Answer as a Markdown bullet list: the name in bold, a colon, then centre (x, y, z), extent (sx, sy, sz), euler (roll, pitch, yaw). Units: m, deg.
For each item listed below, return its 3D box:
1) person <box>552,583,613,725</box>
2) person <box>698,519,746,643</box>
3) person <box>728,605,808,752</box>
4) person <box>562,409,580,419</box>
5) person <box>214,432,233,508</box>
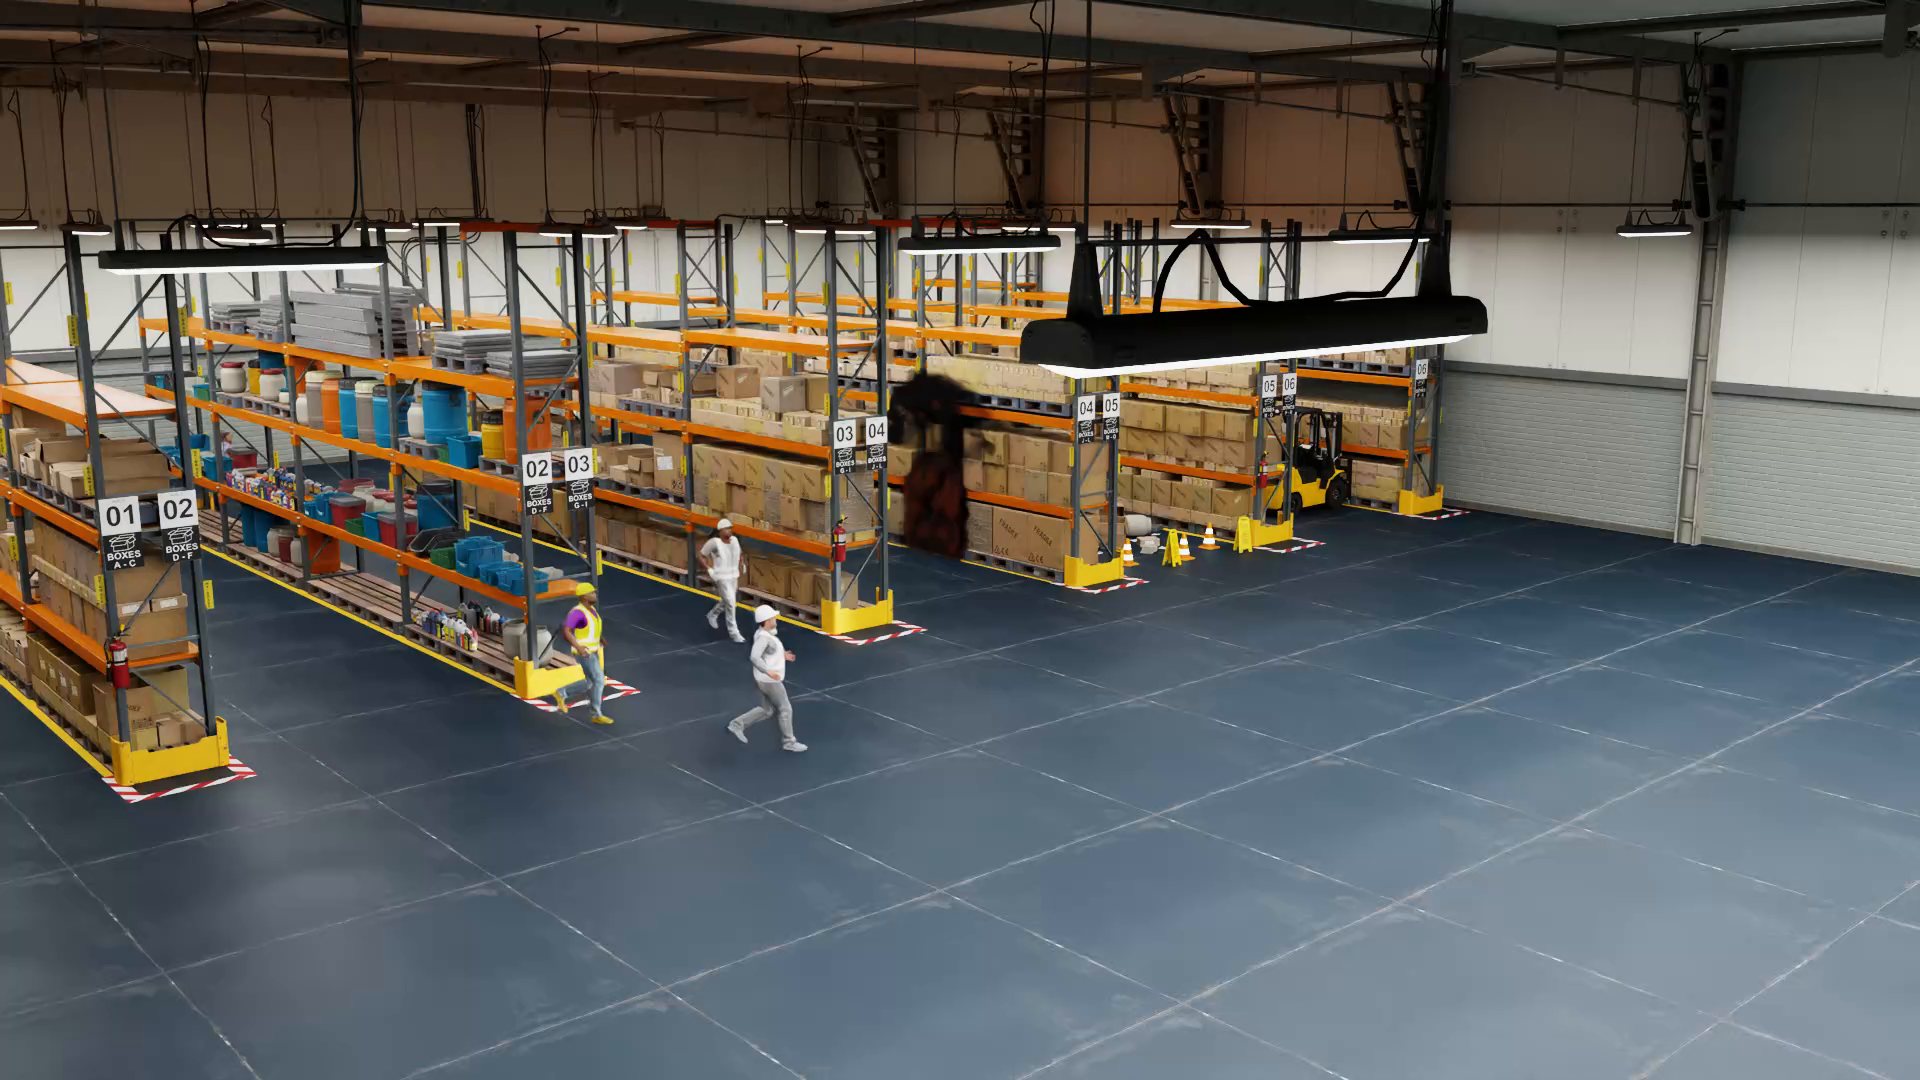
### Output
- **person**: centre (-4.677, 1.388, 20.672), extent (0.804, 1.730, 0.754), euler (1, 11, 5)
- **person**: centre (-3.493, 0.571, 24.588), extent (0.896, 1.802, 0.687), euler (9, 14, 38)
- **person**: centre (-2.254, 1.626, 19.372), extent (0.931, 1.778, 0.663), euler (-3, 12, -15)
- **person**: centre (-9.471, -2.707, 40.791), extent (0.689, 1.761, 0.873), euler (1, 11, 4)
- **person**: centre (-15.346, -1.441, 34.919), extent (0.771, 1.687, 0.607), euler (-3, 12, -14)
